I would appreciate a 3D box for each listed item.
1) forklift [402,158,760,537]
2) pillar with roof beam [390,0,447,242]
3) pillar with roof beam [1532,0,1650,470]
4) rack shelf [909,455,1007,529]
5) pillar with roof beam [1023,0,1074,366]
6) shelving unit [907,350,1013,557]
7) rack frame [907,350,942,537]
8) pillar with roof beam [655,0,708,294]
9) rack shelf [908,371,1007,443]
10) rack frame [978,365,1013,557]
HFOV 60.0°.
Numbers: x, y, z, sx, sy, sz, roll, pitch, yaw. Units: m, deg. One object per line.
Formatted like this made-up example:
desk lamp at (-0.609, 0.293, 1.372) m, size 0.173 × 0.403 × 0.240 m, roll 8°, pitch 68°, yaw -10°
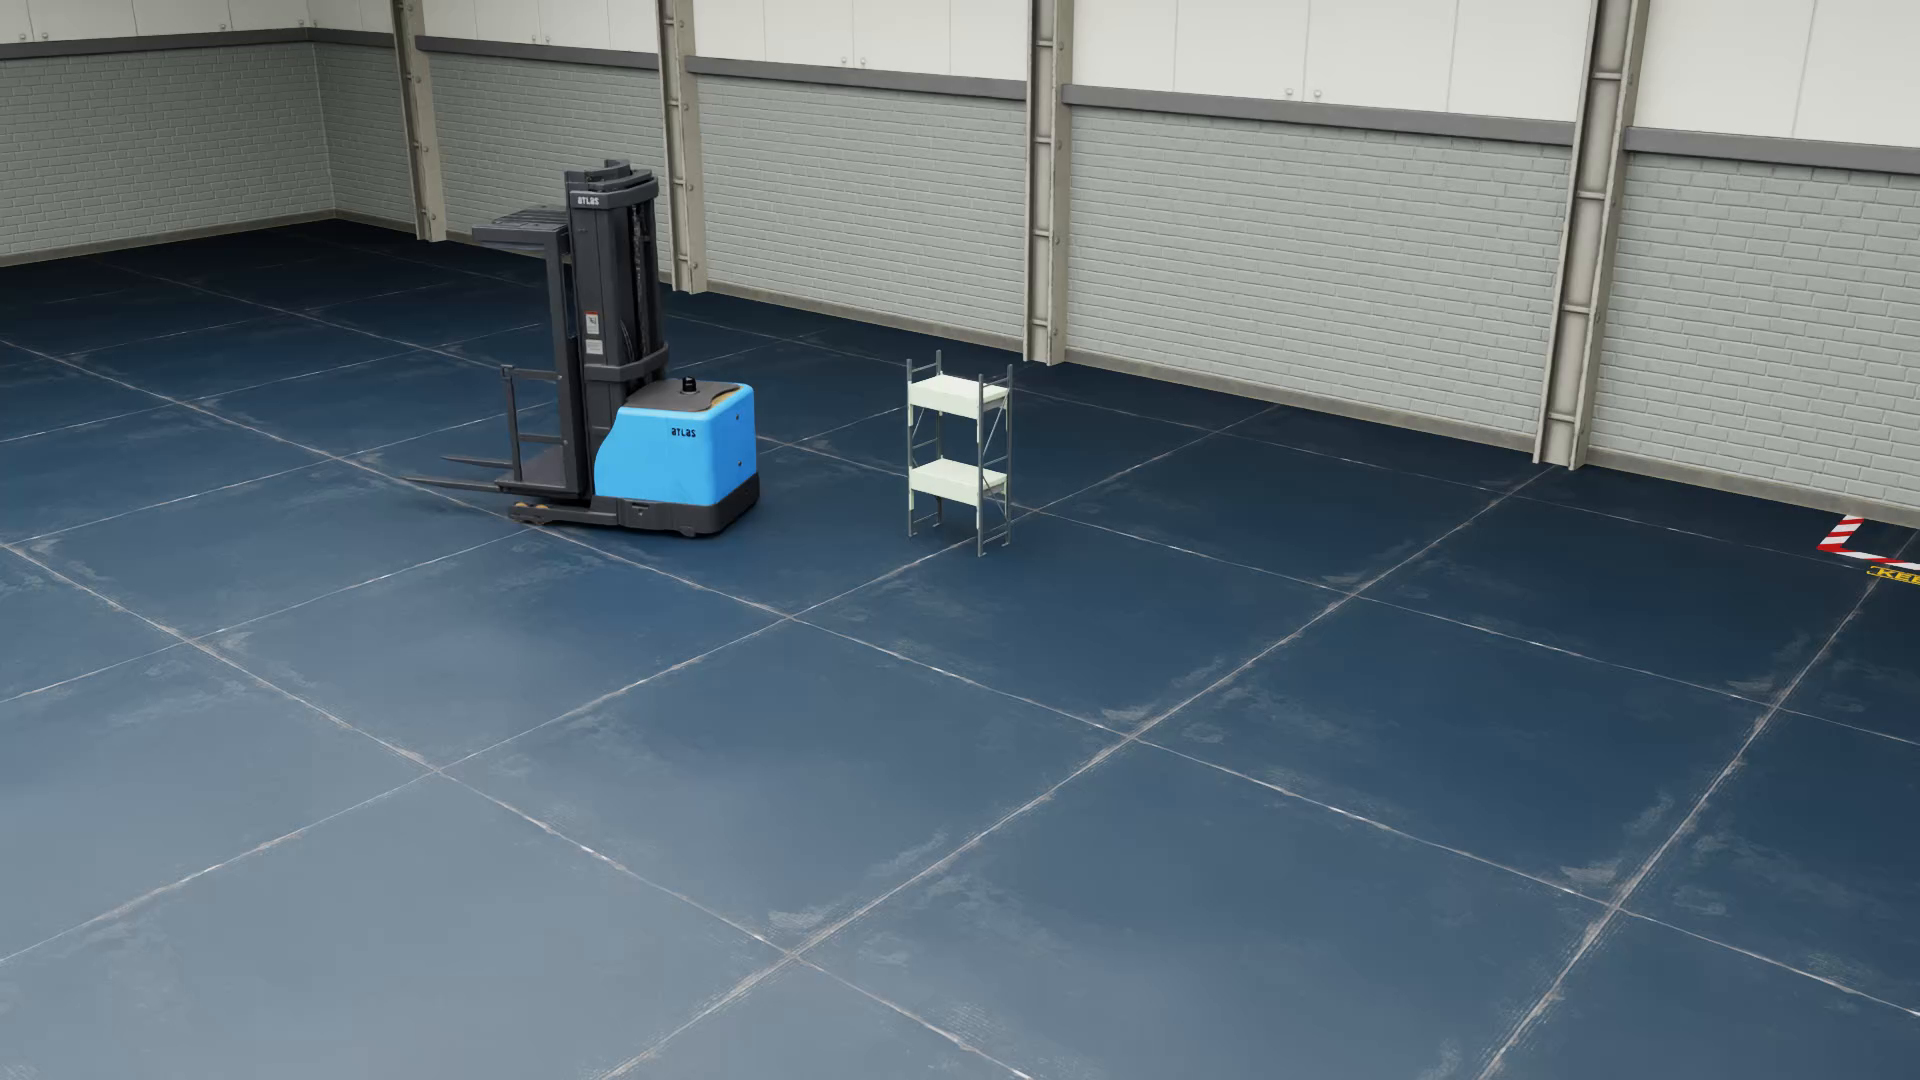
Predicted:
forklift at (-3.316, -1.670, 13.943) m, size 3.031 × 2.935 × 1.130 m, roll 6°, pitch 21°, yaw 15°
pillar with roof beam at (-11.047, -7.778, 21.539) m, size 0.400 × 9.000 × 9.100 m, roll 16°, pitch 26°, yaw 36°
pillar with roof beam at (2.899, -3.762, 10.890) m, size 0.400 × 9.000 × 9.100 m, roll 16°, pitch 26°, yaw 36°
rack shelf at (-0.005, -0.398, 13.523) m, size 0.720 × 0.370 × 0.431 m, roll 16°, pitch 26°, yaw 36°
pillar with roof beam at (-1.750, -5.100, 14.440) m, size 0.400 × 9.000 × 9.100 m, roll 16°, pitch 26°, yaw 36°
shelving unit at (-0.005, -0.703, 13.407) m, size 0.755 × 1.500 × 0.431 m, roll 16°, pitch 26°, yaw 36°
rack frame at (-0.289, -0.785, 13.624) m, size 0.023 × 1.500 × 0.400 m, roll 16°, pitch 26°, yaw 36°
pillar with roof beam at (-6.398, -6.439, 17.989) m, size 0.400 × 9.000 × 9.100 m, roll 16°, pitch 26°, yaw 36°
rack shelf at (-0.005, -1.068, 13.270) m, size 0.720 × 0.370 × 0.431 m, roll 16°, pitch 26°, yaw 36°
rack frame at (0.278, -0.622, 13.191) m, size 0.023 × 1.500 × 0.400 m, roll 16°, pitch 26°, yaw 36°
